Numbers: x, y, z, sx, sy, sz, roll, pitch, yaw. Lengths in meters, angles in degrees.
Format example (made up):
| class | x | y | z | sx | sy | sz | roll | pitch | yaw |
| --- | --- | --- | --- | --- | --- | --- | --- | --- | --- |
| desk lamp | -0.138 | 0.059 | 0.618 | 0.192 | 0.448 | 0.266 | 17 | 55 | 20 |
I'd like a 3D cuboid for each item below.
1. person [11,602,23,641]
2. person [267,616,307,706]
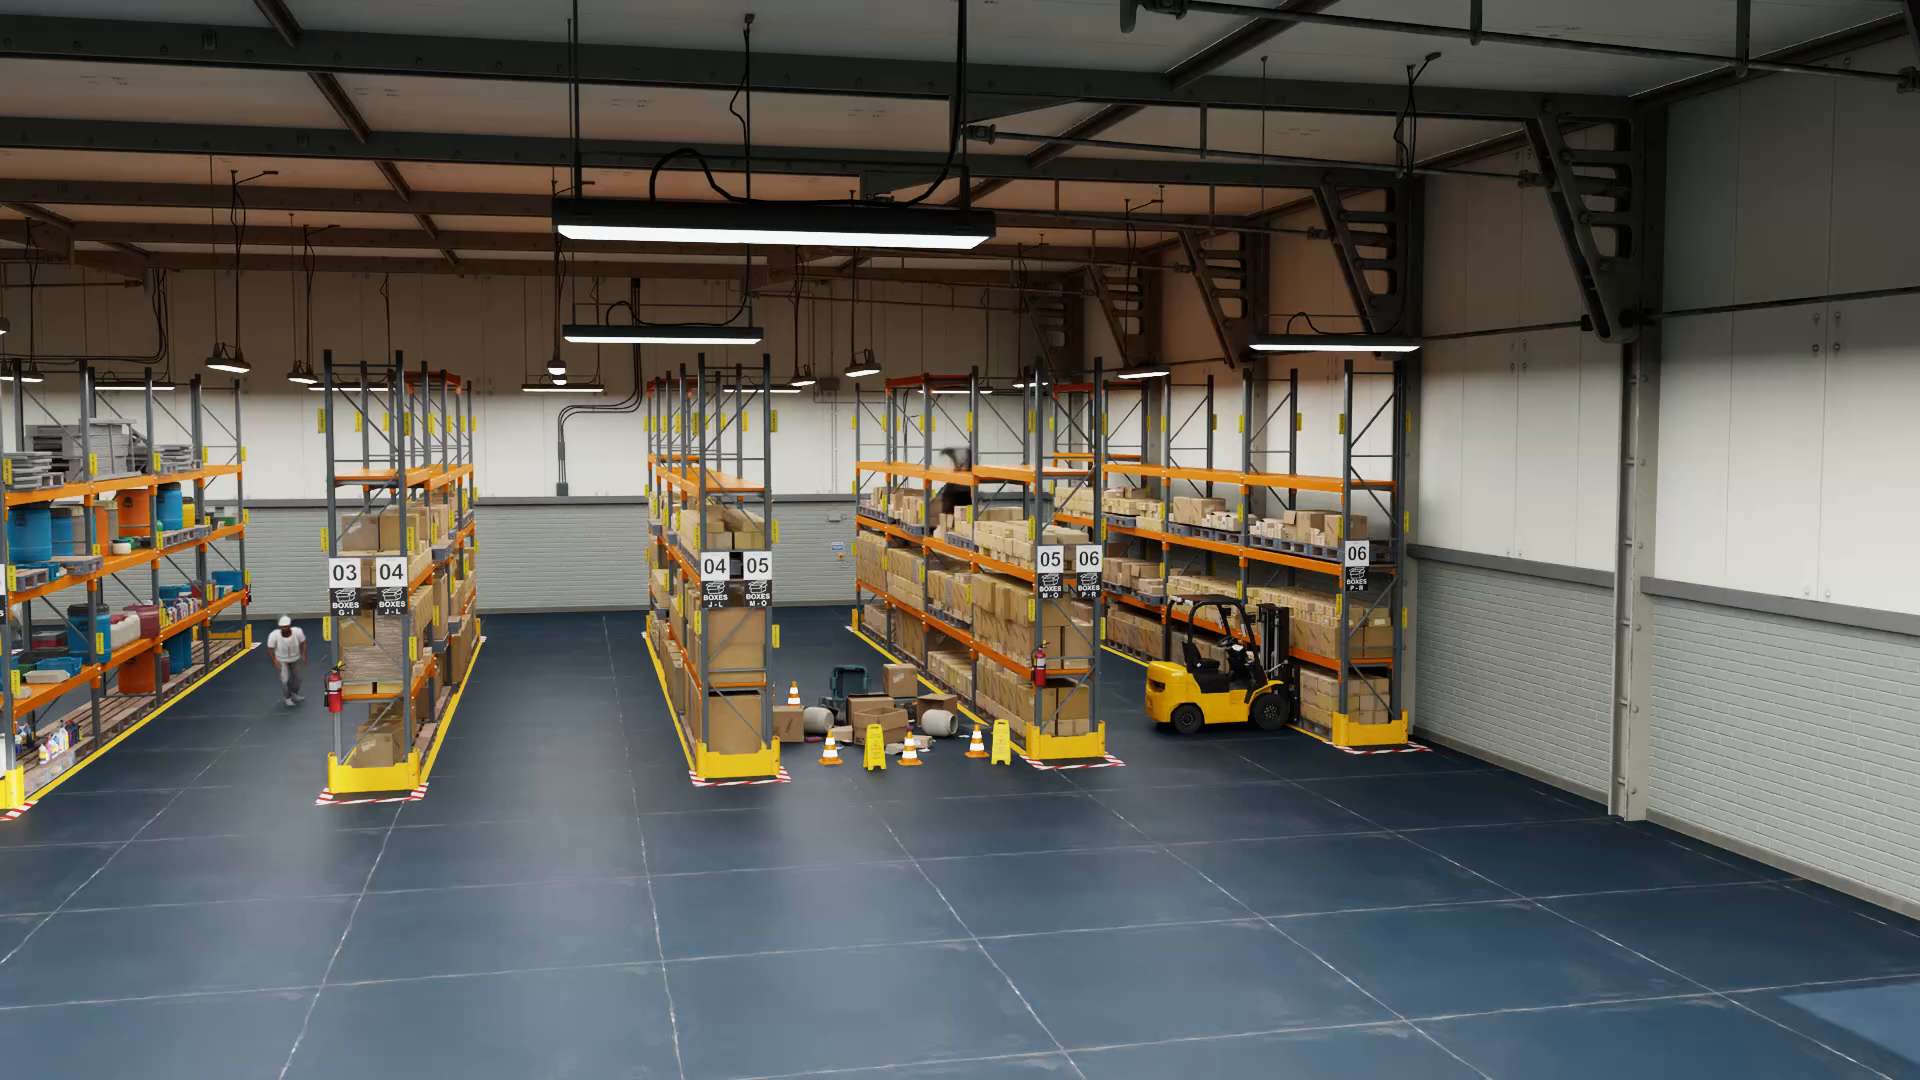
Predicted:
| class | x | y | z | sx | sy | sz | roll | pitch | yaw |
| --- | --- | --- | --- | --- | --- | --- | --- | --- | --- |
| person | -21.189 | 1.587 | 37.314 | 0.749 | 1.637 | 0.671 | 2 | 4 | 23 |
| person | -11.934 | 2.132 | 29.511 | 0.694 | 1.632 | 0.887 | -3 | 5 | -37 |
